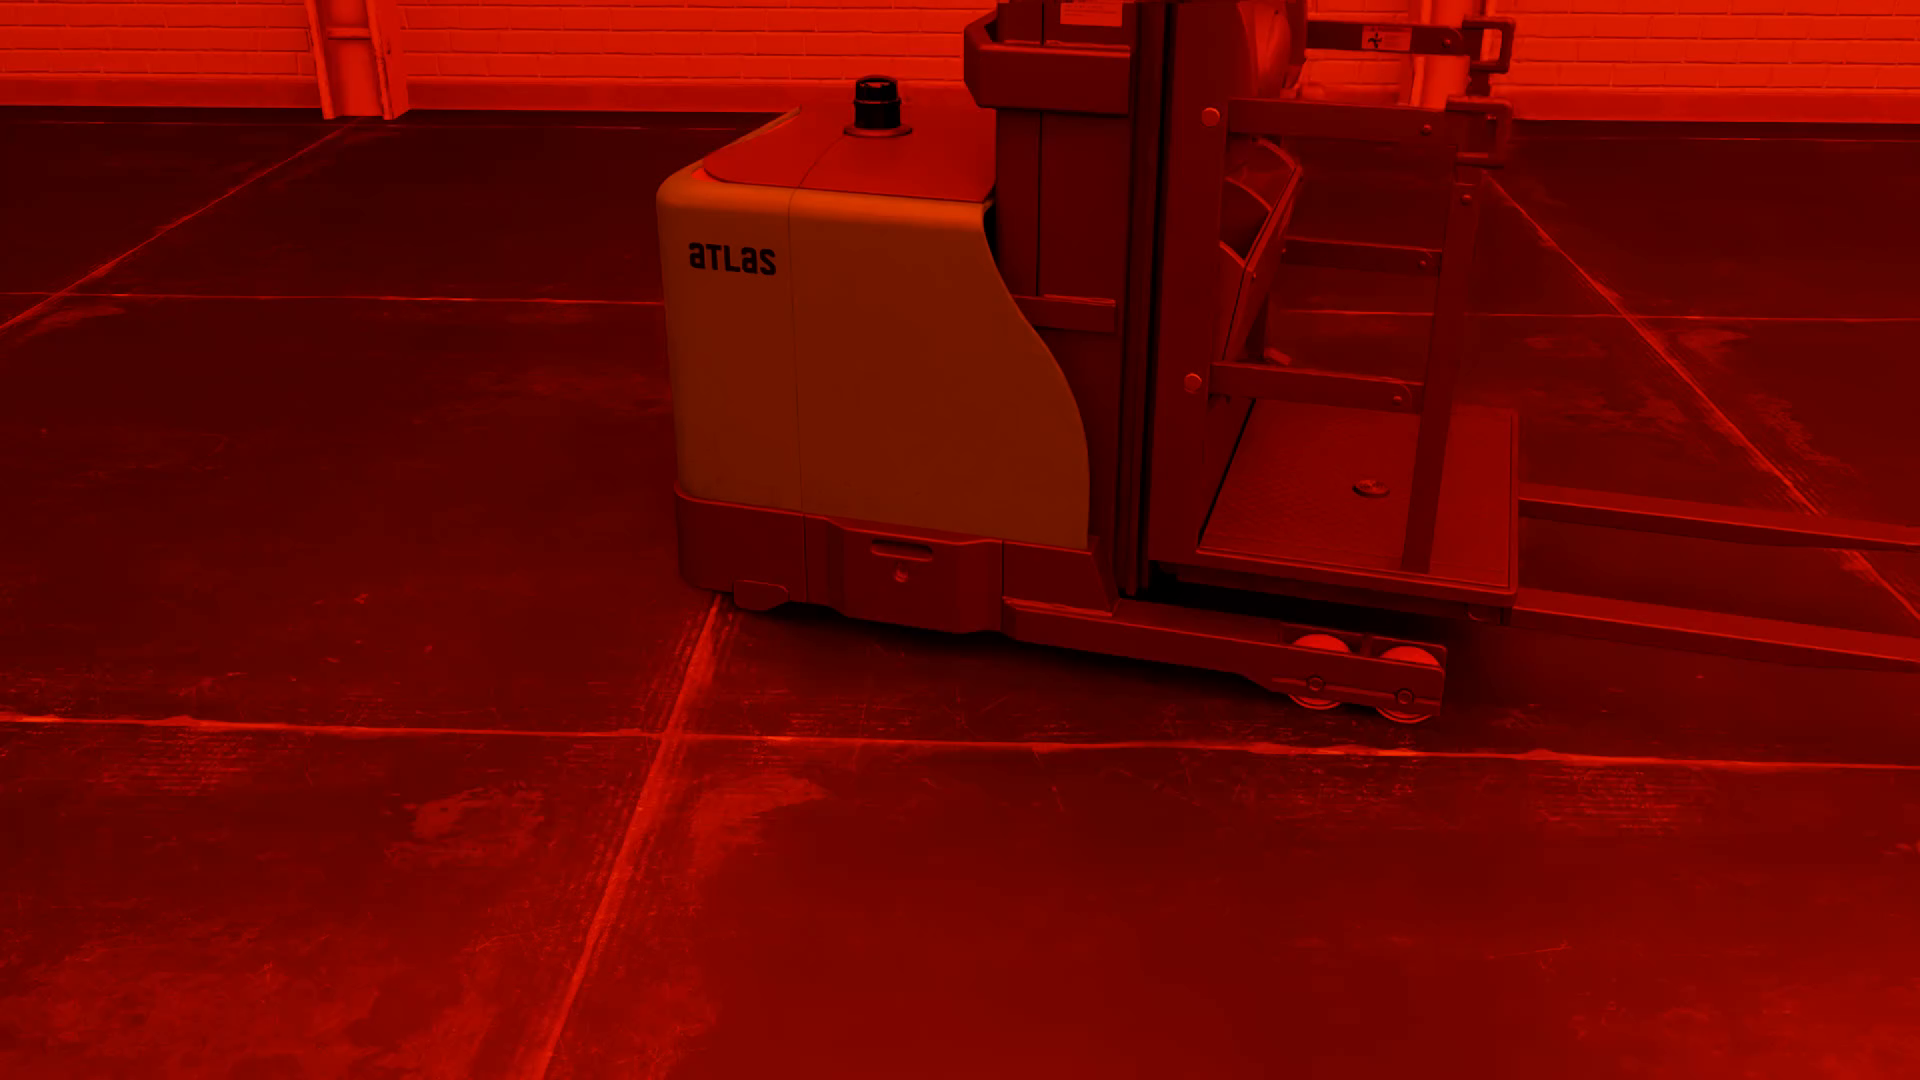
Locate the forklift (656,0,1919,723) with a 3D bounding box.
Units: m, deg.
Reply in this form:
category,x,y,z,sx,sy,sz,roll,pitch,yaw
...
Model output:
category,x,y,z,sx,sy,sz,roll,pitch,yaw
forklift,0.869,-1.171,3.581,3.031,2.935,1.130,8,27,15
